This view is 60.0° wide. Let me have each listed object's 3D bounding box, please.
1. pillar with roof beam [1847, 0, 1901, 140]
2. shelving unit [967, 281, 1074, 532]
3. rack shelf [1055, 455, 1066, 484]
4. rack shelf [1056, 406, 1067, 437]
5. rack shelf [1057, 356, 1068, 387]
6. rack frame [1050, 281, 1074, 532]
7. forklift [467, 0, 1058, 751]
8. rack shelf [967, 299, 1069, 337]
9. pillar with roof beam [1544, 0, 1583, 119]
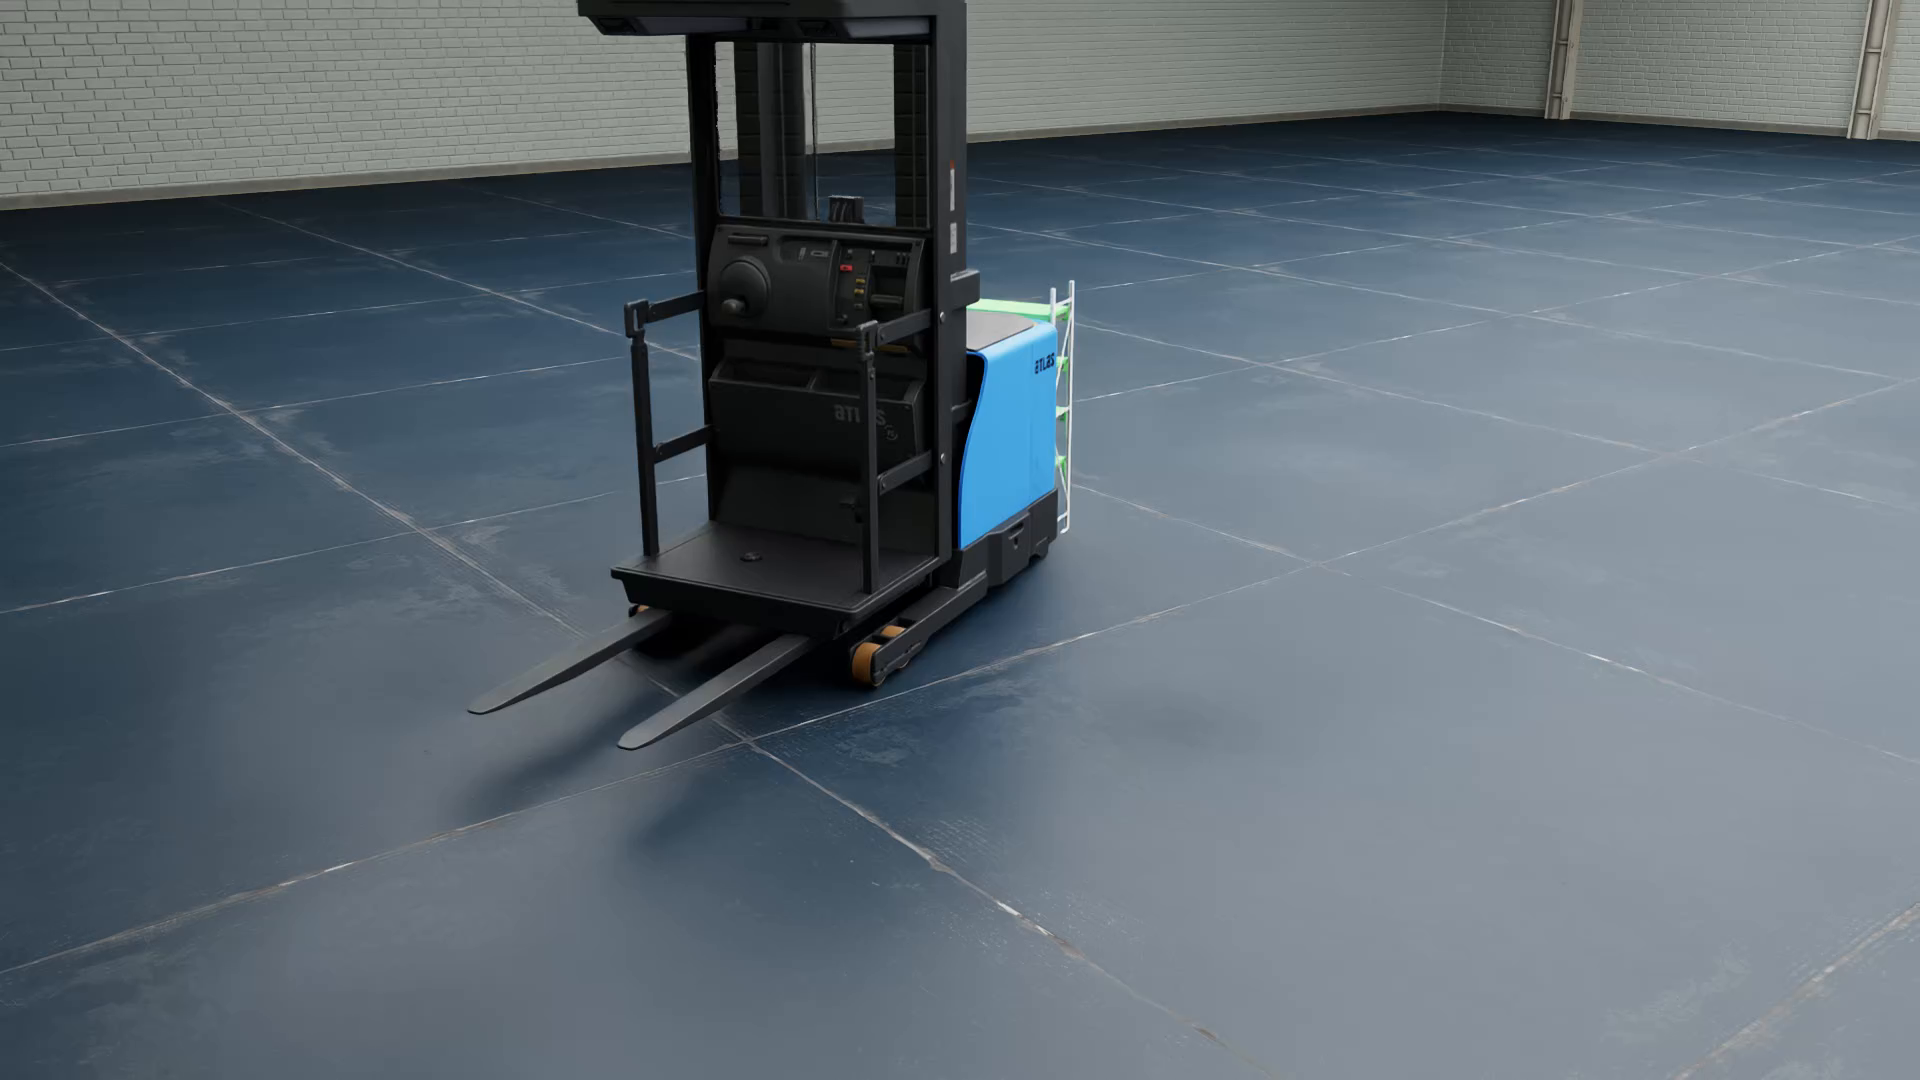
[{"bbox_3d":[12.395,-10.454,25.117,9.100,9.000,0.400,-14,23,-36],"label":"pillar with roof beam"},{"bbox_3d":[0.246,-0.622,7.832,0.503,1.200,0.258,9,20,25],"label":"shelving unit"},{"bbox_3d":[0.246,-0.333,7.927,0.480,0.148,0.258,9,20,25],"label":"rack shelf"},{"bbox_3d":[0.246,-0.561,7.852,0.480,0.148,0.258,9,20,25],"label":"rack shelf"},{"bbox_3d":[0.246,-0.789,7.777,0.480,0.148,0.258,9,20,25],"label":"rack shelf"},{"bbox_3d":[0.465,-0.588,7.730,0.015,1.200,0.240,9,20,25],"label":"rack frame"},{"bbox_3d":[-0.655,-1.000,6.221,1.130,2.935,3.031,9,20,25],"label":"forklift"},{"bbox_3d":[0.246,-1.017,7.701,0.480,0.148,0.258,9,20,25],"label":"rack shelf"},{"bbox_3d":[8.670,-11.932,29.582,9.100,9.000,0.400,-14,23,-36],"label":"pillar with roof beam"}]
